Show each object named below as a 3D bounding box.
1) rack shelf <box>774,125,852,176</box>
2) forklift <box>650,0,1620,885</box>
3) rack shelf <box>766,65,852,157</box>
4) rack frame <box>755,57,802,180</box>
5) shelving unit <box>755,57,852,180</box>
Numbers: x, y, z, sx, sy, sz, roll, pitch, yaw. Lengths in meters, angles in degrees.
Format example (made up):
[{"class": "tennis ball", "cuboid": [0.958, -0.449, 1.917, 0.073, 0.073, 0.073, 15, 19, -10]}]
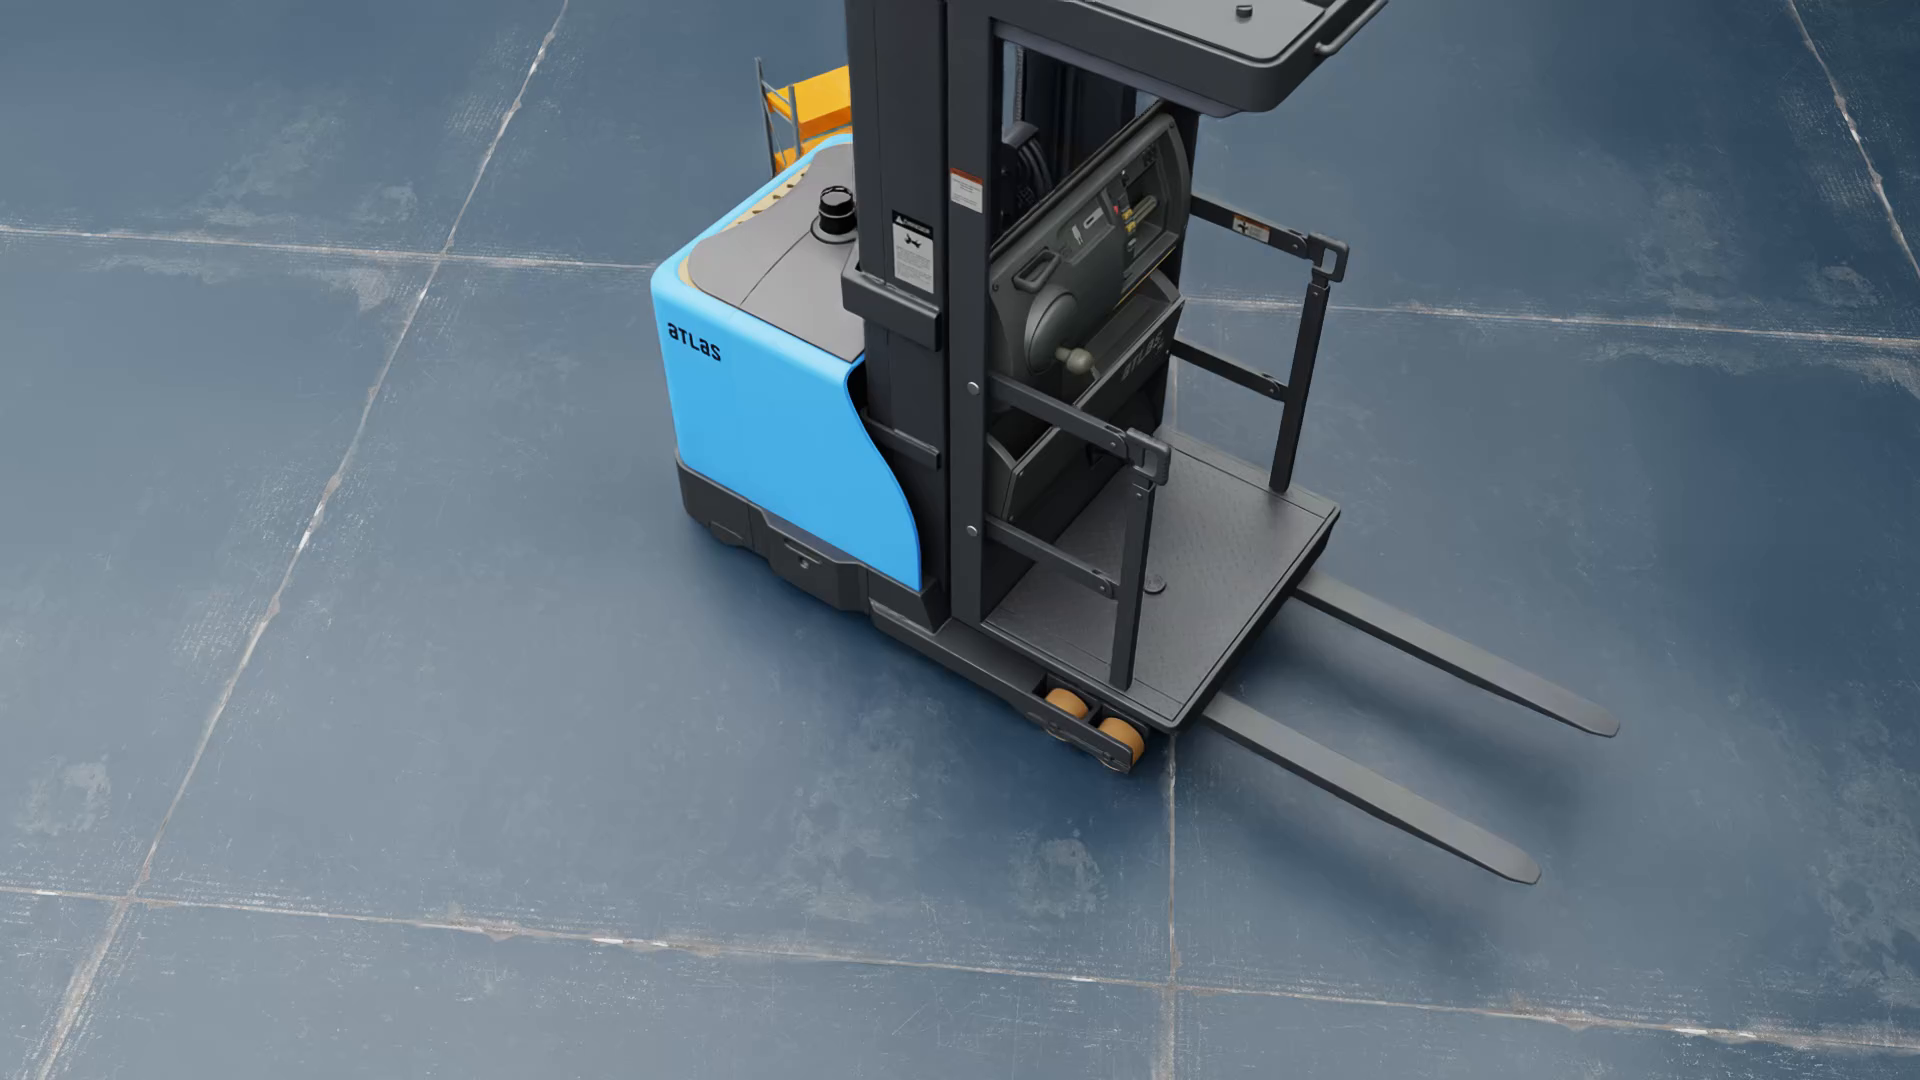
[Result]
[{"class": "rack shelf", "cuboid": [-0.401, -1.346, 5.945, 0.480, 0.148, 0.258, -27, 49, -22]}, {"class": "forklift", "cuboid": [0.537, -0.734, 4.435, 3.031, 2.935, 1.130, 27, 53, 23]}, {"class": "rack shelf", "cuboid": [-0.410, -1.514, 5.780, 0.480, 0.148, 0.258, -27, 49, -22]}, {"class": "rack frame", "cuboid": [-0.597, -1.133, 5.962, 0.015, 1.200, 0.240, -27, 49, -22]}, {"class": "shelving unit", "cuboid": [-0.395, -1.234, 6.055, 0.503, 1.200, 0.258, -27, 49, -22]}]
